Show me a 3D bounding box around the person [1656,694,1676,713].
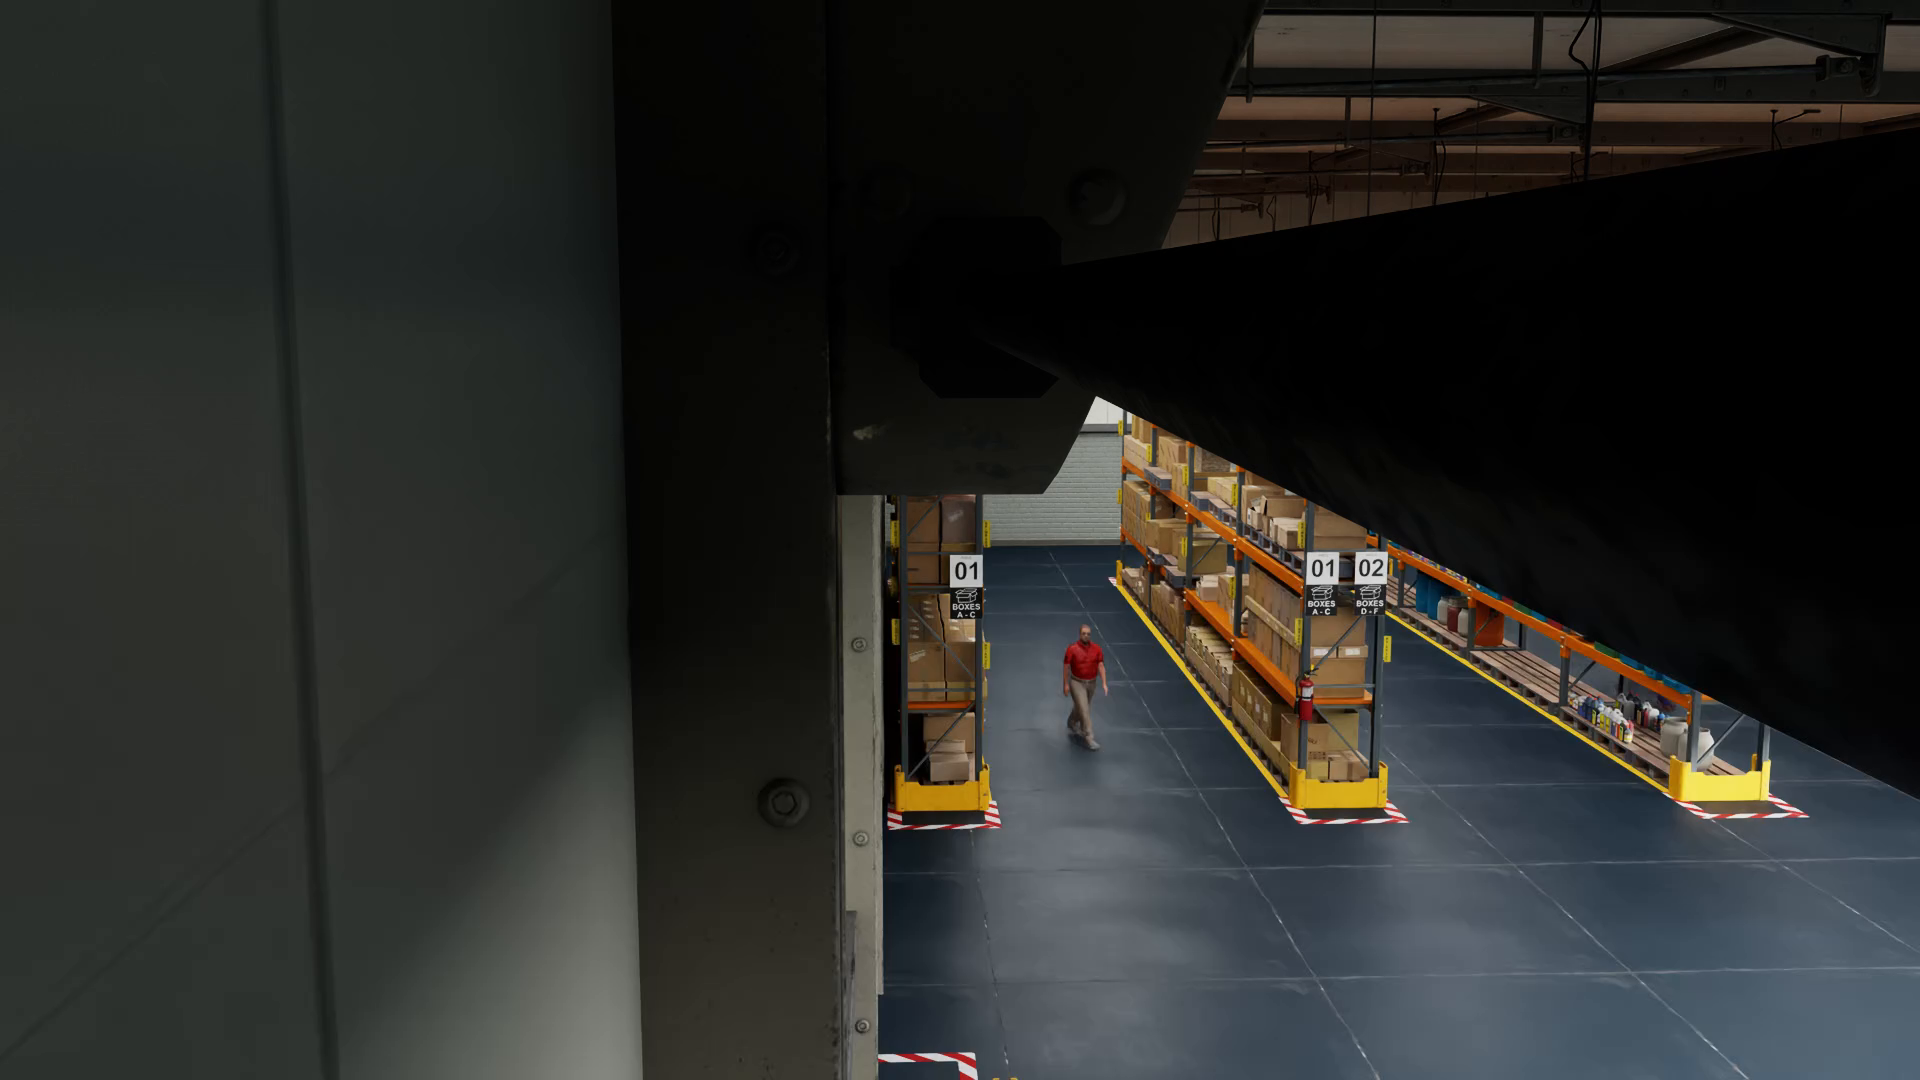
[{"bbox_3d":[10.887,1.821,25.452,0.532,1.717,0.454,-6,11,-37],"label":"person"}]

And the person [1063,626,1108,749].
[{"bbox_3d":[1.775,2.033,23.484,0.535,1.653,1.102,-5,10,-29],"label":"person"}]
